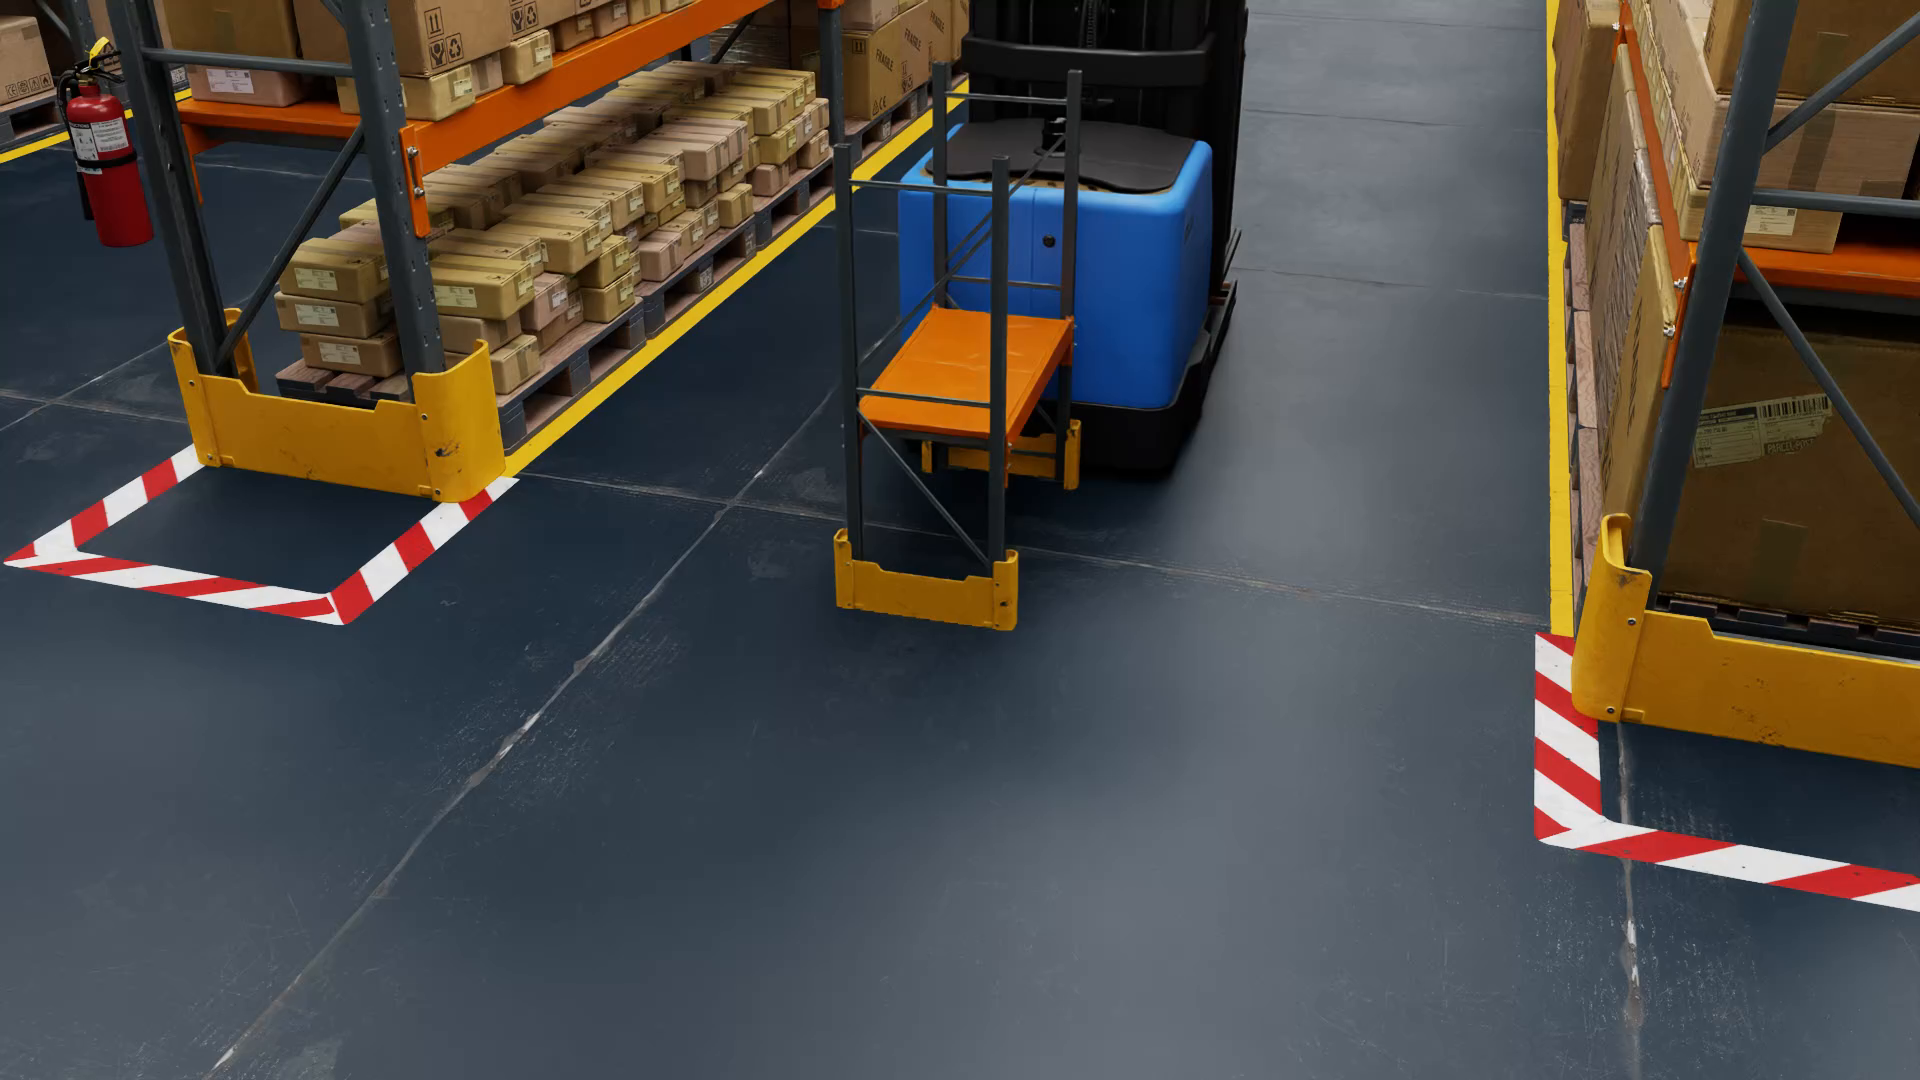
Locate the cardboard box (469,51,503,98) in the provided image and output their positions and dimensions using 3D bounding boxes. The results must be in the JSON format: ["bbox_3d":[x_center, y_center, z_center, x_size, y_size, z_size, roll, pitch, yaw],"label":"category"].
[{"bbox_3d":[-1.871,-1.680,5.944,0.380,0.149,0.250,10,30,17],"label":"cardboard box"}]

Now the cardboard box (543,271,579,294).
[{"bbox_3d":[-1.794,-1.082,6.805,0.380,0.149,0.250,9,30,16],"label":"cardboard box"}]

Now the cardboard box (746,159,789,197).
[{"bbox_3d":[-1.102,-1.887,8.557,0.380,0.149,0.250,7,30,13],"label":"cardboard box"}]

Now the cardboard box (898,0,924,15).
[{"bbox_3d":[-0.517,-3.394,10.133,0.500,0.250,0.500,9,30,16],"label":"cardboard box"}]

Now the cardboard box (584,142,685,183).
[{"bbox_3d":[-1.486,-1.700,7.609,0.380,0.149,0.250,9,30,15],"label":"cardboard box"}]

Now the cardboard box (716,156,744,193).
[{"bbox_3d":[-1.282,-1.819,8.128,0.380,0.149,0.250,9,30,16],"label":"cardboard box"}]

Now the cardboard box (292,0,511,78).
[{"bbox_3d":[-1.919,-1.905,5.680,0.500,0.500,0.500,10,31,17],"label":"cardboard box"}]

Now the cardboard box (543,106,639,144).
[{"bbox_3d":[-1.812,-2.013,8.172,0.380,0.149,0.250,9,30,16],"label":"cardboard box"}]

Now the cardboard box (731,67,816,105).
[{"bbox_3d":[-0.996,-2.416,8.897,0.380,0.149,0.250,9,30,16],"label":"cardboard box"}]

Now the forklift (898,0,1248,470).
[{"bbox_3d":[0.637,-2.238,6.757,1.130,2.935,3.031,7,30,13],"label":"forklift"}]

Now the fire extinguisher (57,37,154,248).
[{"bbox_3d":[-2.830,-1.314,5.490,0.296,0.674,0.183,8,30,15],"label":"fire extinguisher"}]

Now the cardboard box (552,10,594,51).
[{"bbox_3d":[-1.693,-2.060,6.627,0.380,0.149,0.250,8,30,14],"label":"cardboard box"}]

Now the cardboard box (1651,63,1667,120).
[{"bbox_3d":[2.561,-1.506,5.630,0.380,0.149,0.250,9,30,15],"label":"cardboard box"}]

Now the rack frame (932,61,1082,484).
[{"bbox_3d":[0.153,-0.897,5.820,0.500,1.500,0.032,7,30,13],"label":"rack frame"}]

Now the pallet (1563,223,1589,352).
[{"bbox_3d":[3.273,-1.106,7.520,1.003,0.211,1.213,8,30,15],"label":"pallet"}]

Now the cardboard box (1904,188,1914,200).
[{"bbox_3d":[2.966,-1.054,4.818,0.380,0.149,0.250,8,30,14],"label":"cardboard box"}]

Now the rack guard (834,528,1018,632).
[{"bbox_3d":[-0.109,0.126,5.266,0.587,0.250,0.087,7,30,13],"label":"rack guard"}]

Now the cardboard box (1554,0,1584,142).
[{"bbox_3d":[4.002,-2.637,9.159,1.225,0.875,0.875,7,30,13],"label":"cardboard box"}]

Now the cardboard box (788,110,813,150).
[{"bbox_3d":[-0.997,-2.170,8.759,0.380,0.149,0.250,7,30,12],"label":"cardboard box"}]

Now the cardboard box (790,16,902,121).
[{"bbox_3d":[-0.670,-2.818,9.869,0.500,0.500,0.500,10,31,17],"label":"cardboard box"}]

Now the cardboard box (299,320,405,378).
[{"bbox_3d":[-2.359,-0.774,6.557,0.380,0.149,0.250,9,30,16],"label":"cardboard box"}]

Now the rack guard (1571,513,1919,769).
[{"bbox_3d":[2.390,0.296,4.704,1.175,0.500,0.348,8,30,15],"label":"rack guard"}]

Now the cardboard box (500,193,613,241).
[{"bbox_3d":[-1.680,-1.326,6.937,0.380,0.149,0.250,7,30,12],"label":"cardboard box"}]

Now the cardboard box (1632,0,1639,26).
[{"bbox_3d":[3.013,-2.222,6.917,0.380,0.149,0.250,9,30,17],"label":"cardboard box"}]

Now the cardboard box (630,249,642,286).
[{"bbox_3d":[-1.626,-1.183,7.291,0.380,0.149,0.250,9,30,15],"label":"cardboard box"}]

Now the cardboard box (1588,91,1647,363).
[{"bbox_3d":[3.037,-1.208,6.589,0.875,0.875,0.875,8,30,15],"label":"cardboard box"}]

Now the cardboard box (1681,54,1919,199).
[{"bbox_3d":[2.286,-1.135,4.553,0.500,0.250,0.500,8,30,14],"label":"cardboard box"}]

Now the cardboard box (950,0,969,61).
[{"bbox_3d":[-0.205,-3.539,11.166,0.500,0.500,0.500,7,30,13],"label":"cardboard box"}]

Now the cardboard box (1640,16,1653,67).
[{"bbox_3d":[2.787,-1.864,6.274,0.380,0.149,0.250,9,30,15],"label":"cardboard box"}]

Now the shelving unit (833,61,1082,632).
[{"bbox_3d":[0.020,-0.654,5.383,0.587,1.500,1.083,7,30,13],"label":"shelving unit"}]

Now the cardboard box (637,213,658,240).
[{"bbox_3d":[-1.588,-1.455,7.474,0.380,0.149,0.250,10,31,17],"label":"cardboard box"}]

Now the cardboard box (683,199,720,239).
[{"bbox_3d":[-1.374,-1.535,7.925,0.380,0.149,0.250,9,30,16],"label":"cardboard box"}]

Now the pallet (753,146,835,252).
[{"bbox_3d":[-1.304,-1.885,8.922,1.003,0.211,1.213,8,30,15],"label":"pallet"}]

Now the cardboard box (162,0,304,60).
[{"bbox_3d":[-2.429,-1.982,5.818,0.500,0.500,0.500,9,30,16],"label":"cardboard box"}]

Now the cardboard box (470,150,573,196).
[{"bbox_3d":[-1.973,-1.640,7.501,0.380,0.149,0.250,7,30,13],"label":"cardboard box"}]

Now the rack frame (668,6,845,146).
[{"bbox_3d":[-1.141,-3.421,8.814,1.000,3.000,0.127,8,30,15],"label":"rack frame"}]

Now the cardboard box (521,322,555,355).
[{"bbox_3d":[-1.856,-0.831,6.659,0.380,0.149,0.250,8,30,15],"label":"cardboard box"}]

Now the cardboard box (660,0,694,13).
[{"bbox_3d":[-1.391,-2.408,7.252,0.380,0.149,0.250,9,30,16],"label":"cardboard box"}]

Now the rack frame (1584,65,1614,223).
[{"bbox_3d":[3.571,-2.666,7.458,1.000,3.000,0.127,8,30,15],"label":"rack frame"}]

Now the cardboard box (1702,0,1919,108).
[{"bbox_3d":[2.289,-1.464,4.372,0.500,0.500,0.500,9,30,15],"label":"cardboard box"}]

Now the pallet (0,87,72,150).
[{"bbox_3d":[-6.200,-2.520,10.062,1.003,0.211,1.213,8,30,15],"label":"pallet"}]

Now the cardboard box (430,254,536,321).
[{"bbox_3d":[-1.836,-0.955,6.270,0.380,0.149,0.250,7,30,13],"label":"cardboard box"}]

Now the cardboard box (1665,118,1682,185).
[{"bbox_3d":[2.337,-1.148,4.987,0.380,0.149,0.250,9,30,15],"label":"cardboard box"}]

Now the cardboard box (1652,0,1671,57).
[{"bbox_3d":[2.733,-1.850,5.838,0.500,0.250,0.500,9,30,15],"label":"cardboard box"}]

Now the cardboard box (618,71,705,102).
[{"bbox_3d":[-1.577,-2.369,8.811,0.380,0.149,0.250,10,31,17],"label":"cardboard box"}]

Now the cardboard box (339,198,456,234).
[{"bbox_3d":[-2.318,-1.289,6.871,0.380,0.149,0.250,8,30,14],"label":"cardboard box"}]

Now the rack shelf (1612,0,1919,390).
[{"bbox_3d":[2.984,-1.423,5.962,1.077,0.370,4.000,8,30,15],"label":"rack shelf"}]

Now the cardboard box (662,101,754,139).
[{"bbox_3d":[-1.250,-2.066,8.267,0.380,0.149,0.250,9,30,17],"label":"cardboard box"}]
